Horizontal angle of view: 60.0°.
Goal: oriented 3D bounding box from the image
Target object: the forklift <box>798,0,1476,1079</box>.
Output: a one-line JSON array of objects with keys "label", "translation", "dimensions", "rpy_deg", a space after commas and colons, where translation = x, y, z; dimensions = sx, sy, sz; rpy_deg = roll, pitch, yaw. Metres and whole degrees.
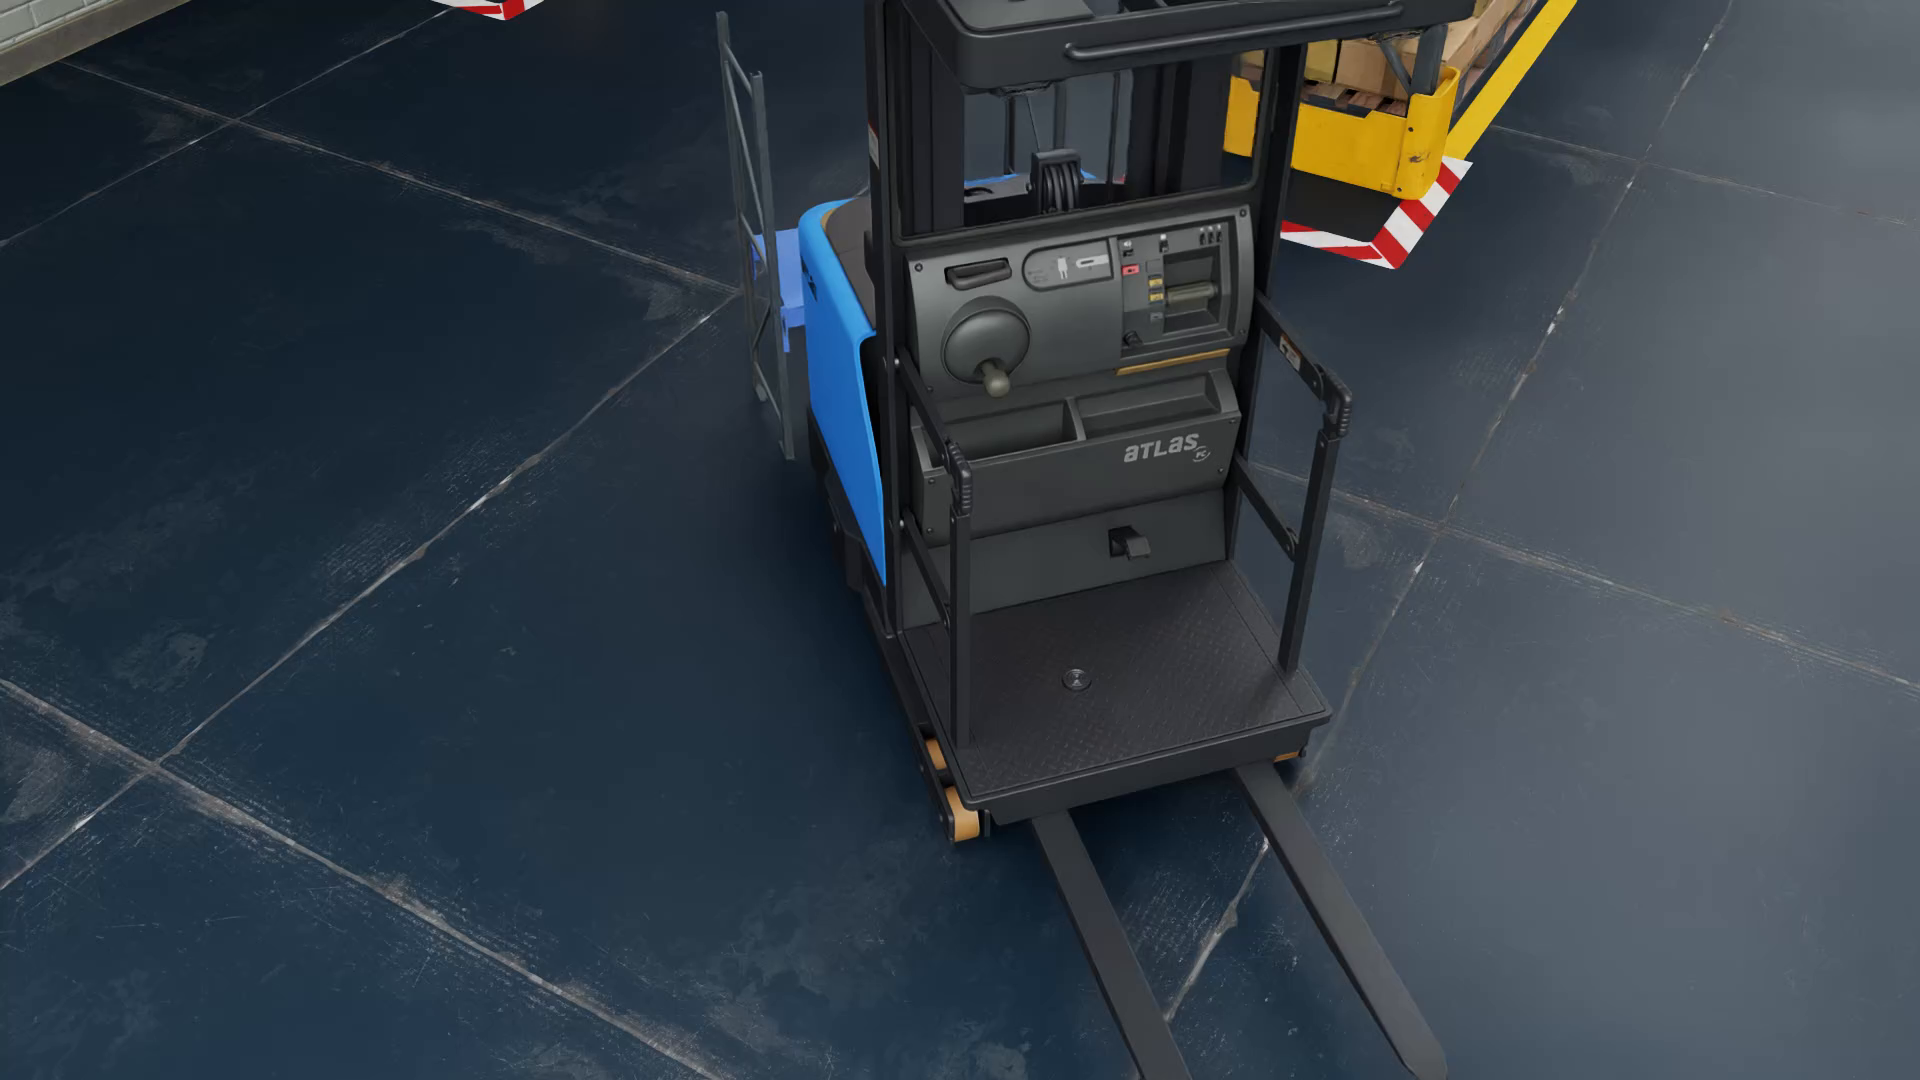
[{"label": "forklift", "translation": [0.391, -0.538, 4.143], "dimensions": [1.130, 2.935, 3.031], "rpy_deg": [-12, 43, -13]}]

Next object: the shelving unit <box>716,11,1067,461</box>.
[{"label": "shelving unit", "translation": [-0.223, -1.124, 5.891], "dimensions": [1.048, 1.500, 0.538], "rpy_deg": [-13, 43, -15]}]

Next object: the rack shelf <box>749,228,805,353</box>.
[{"label": "rack shelf", "translation": [-0.223, -0.989, 6.010], "dimensions": [1.000, 0.185, 0.538], "rpy_deg": [-13, 43, -15]}]

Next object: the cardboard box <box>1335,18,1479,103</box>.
[{"label": "cardboard box", "translation": [2.113, -2.304, 7.859], "dimensions": [0.500, 0.250, 0.500], "rpy_deg": [21, 45, 22]}]

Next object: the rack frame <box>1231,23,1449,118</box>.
[{"label": "rack frame", "translation": [1.652, -2.945, 6.824], "dimensions": [1.000, 3.000, 0.127], "rpy_deg": [21, 45, 22]}]

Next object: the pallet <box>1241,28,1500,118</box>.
[{"label": "pallet", "translation": [1.998, -2.350, 8.259], "dimensions": [1.003, 0.211, 1.213], "rpy_deg": [21, 45, 22]}]

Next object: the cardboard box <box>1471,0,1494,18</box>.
[{"label": "cardboard box", "translation": [2.361, -2.872, 7.937], "dimensions": [0.500, 0.500, 0.500], "rpy_deg": [21, 45, 22]}]

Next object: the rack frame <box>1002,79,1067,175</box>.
[{"label": "rack frame", "translation": [0.256, -1.236, 6.019], "dimensions": [0.032, 1.500, 0.500], "rpy_deg": [-13, 43, -15]}]

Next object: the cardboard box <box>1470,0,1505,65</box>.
[{"label": "cardboard box", "translation": [2.360, -2.591, 8.186], "dimensions": [0.500, 0.250, 0.500], "rpy_deg": [21, 45, 22]}]

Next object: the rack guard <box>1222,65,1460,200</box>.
[{"label": "rack guard", "translation": [1.640, -1.993, 7.635], "dimensions": [1.175, 0.500, 0.348], "rpy_deg": [21, 45, 22]}]

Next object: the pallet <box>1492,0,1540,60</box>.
[{"label": "pallet", "translation": [2.610, -3.045, 9.048], "dimensions": [1.003, 0.211, 1.213], "rpy_deg": [21, 45, 22]}]

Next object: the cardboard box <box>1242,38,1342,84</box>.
[{"label": "cardboard box", "translation": [1.664, -2.475, 8.054], "dimensions": [0.500, 0.250, 0.500], "rpy_deg": [21, 45, 22]}]

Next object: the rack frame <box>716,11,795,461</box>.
[{"label": "rack frame", "translation": [-0.703, -1.012, 5.764], "dimensions": [0.032, 1.500, 0.500], "rpy_deg": [-13, 43, -15]}]

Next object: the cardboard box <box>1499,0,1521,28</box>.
[{"label": "cardboard box", "translation": [2.610, -2.877, 8.510], "dimensions": [0.500, 0.250, 0.500], "rpy_deg": [21, 45, 22]}]
